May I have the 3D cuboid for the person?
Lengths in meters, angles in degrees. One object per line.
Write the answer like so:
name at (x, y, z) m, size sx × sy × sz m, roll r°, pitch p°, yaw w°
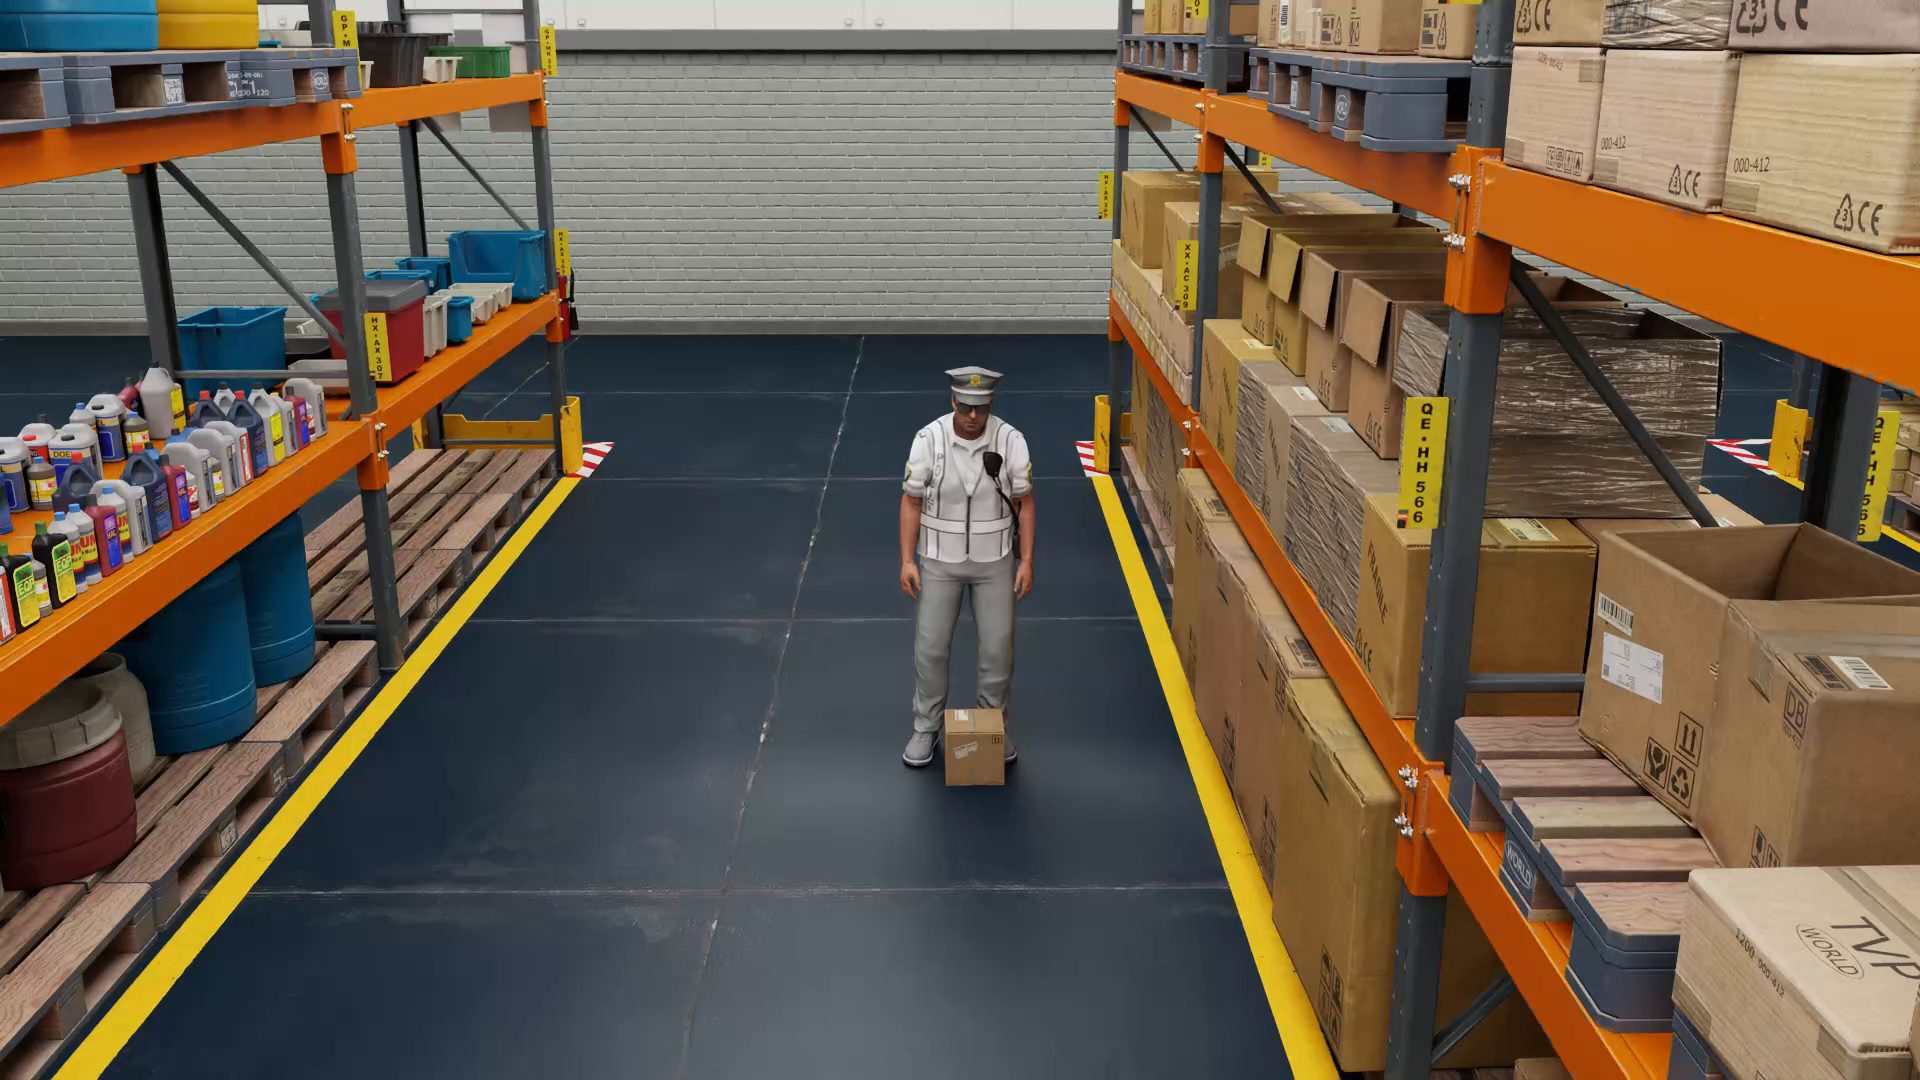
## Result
person at (0.031, 0.096, 7.215) m, size 0.587 × 1.748 × 0.441 m, roll 0°, pitch 17°, yaw -1°
